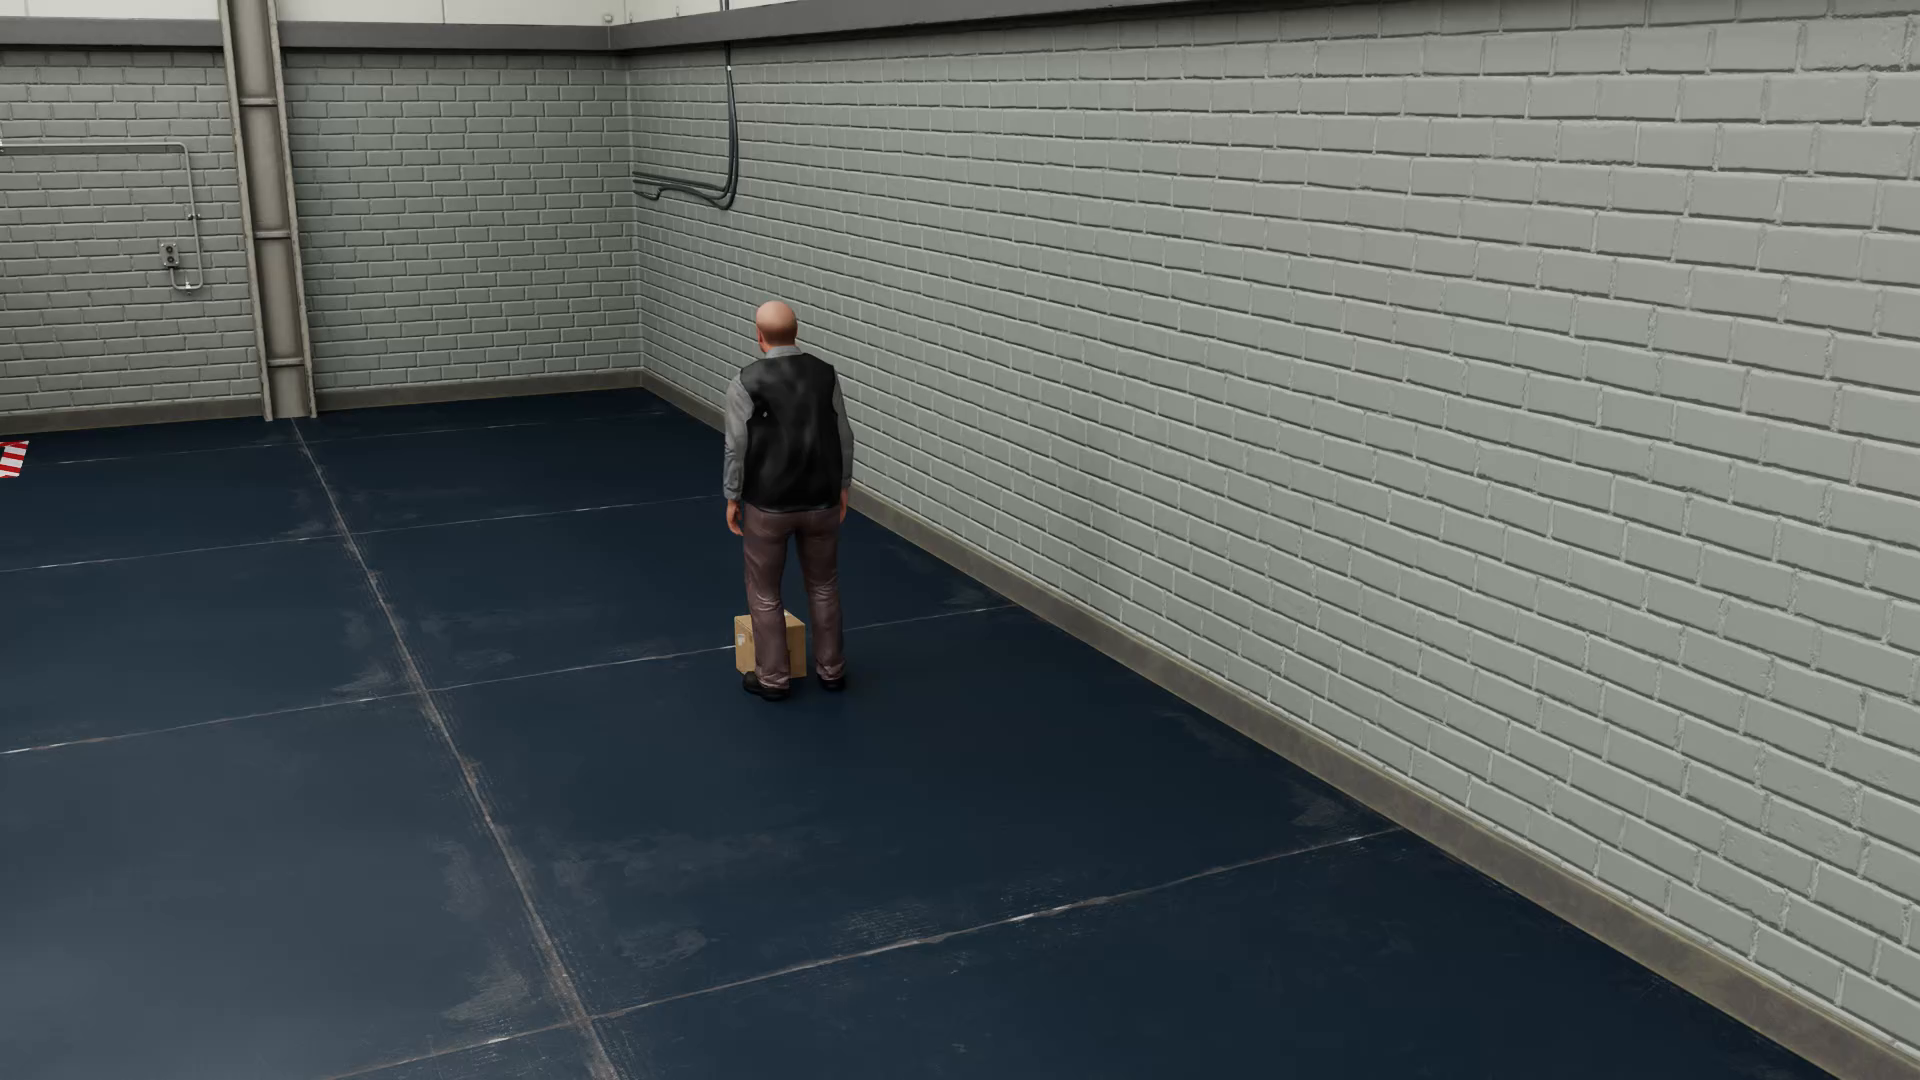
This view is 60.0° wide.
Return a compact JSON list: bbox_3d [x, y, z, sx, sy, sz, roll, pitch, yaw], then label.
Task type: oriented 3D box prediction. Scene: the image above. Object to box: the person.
[{"bbox_3d":[-0.730,-0.159,7.156,0.580,1.720,0.421,-7,17,-24],"label":"person"}]
